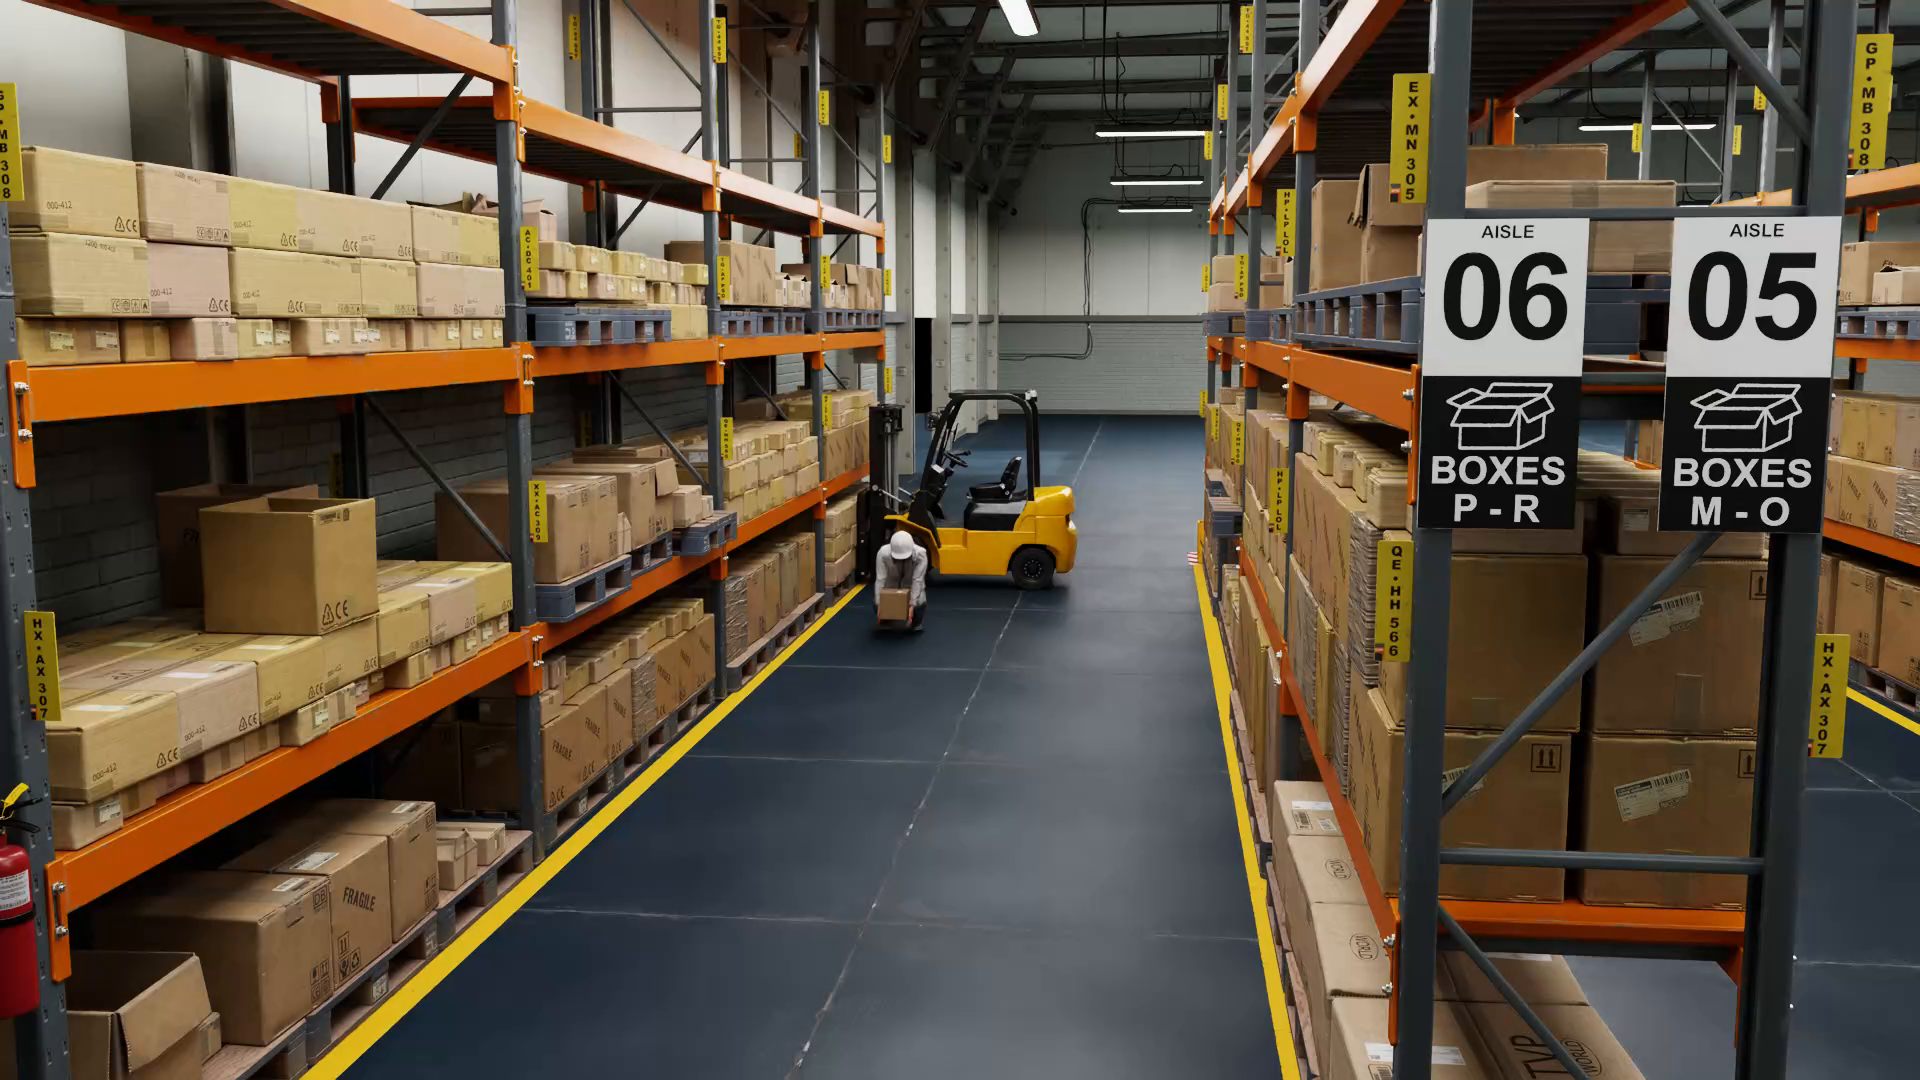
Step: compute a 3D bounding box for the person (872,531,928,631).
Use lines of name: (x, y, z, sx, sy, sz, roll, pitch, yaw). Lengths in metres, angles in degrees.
person: (-0.562, 0.381, 15.766, 0.527, 1.012, 0.877, 1, 8, 6)
